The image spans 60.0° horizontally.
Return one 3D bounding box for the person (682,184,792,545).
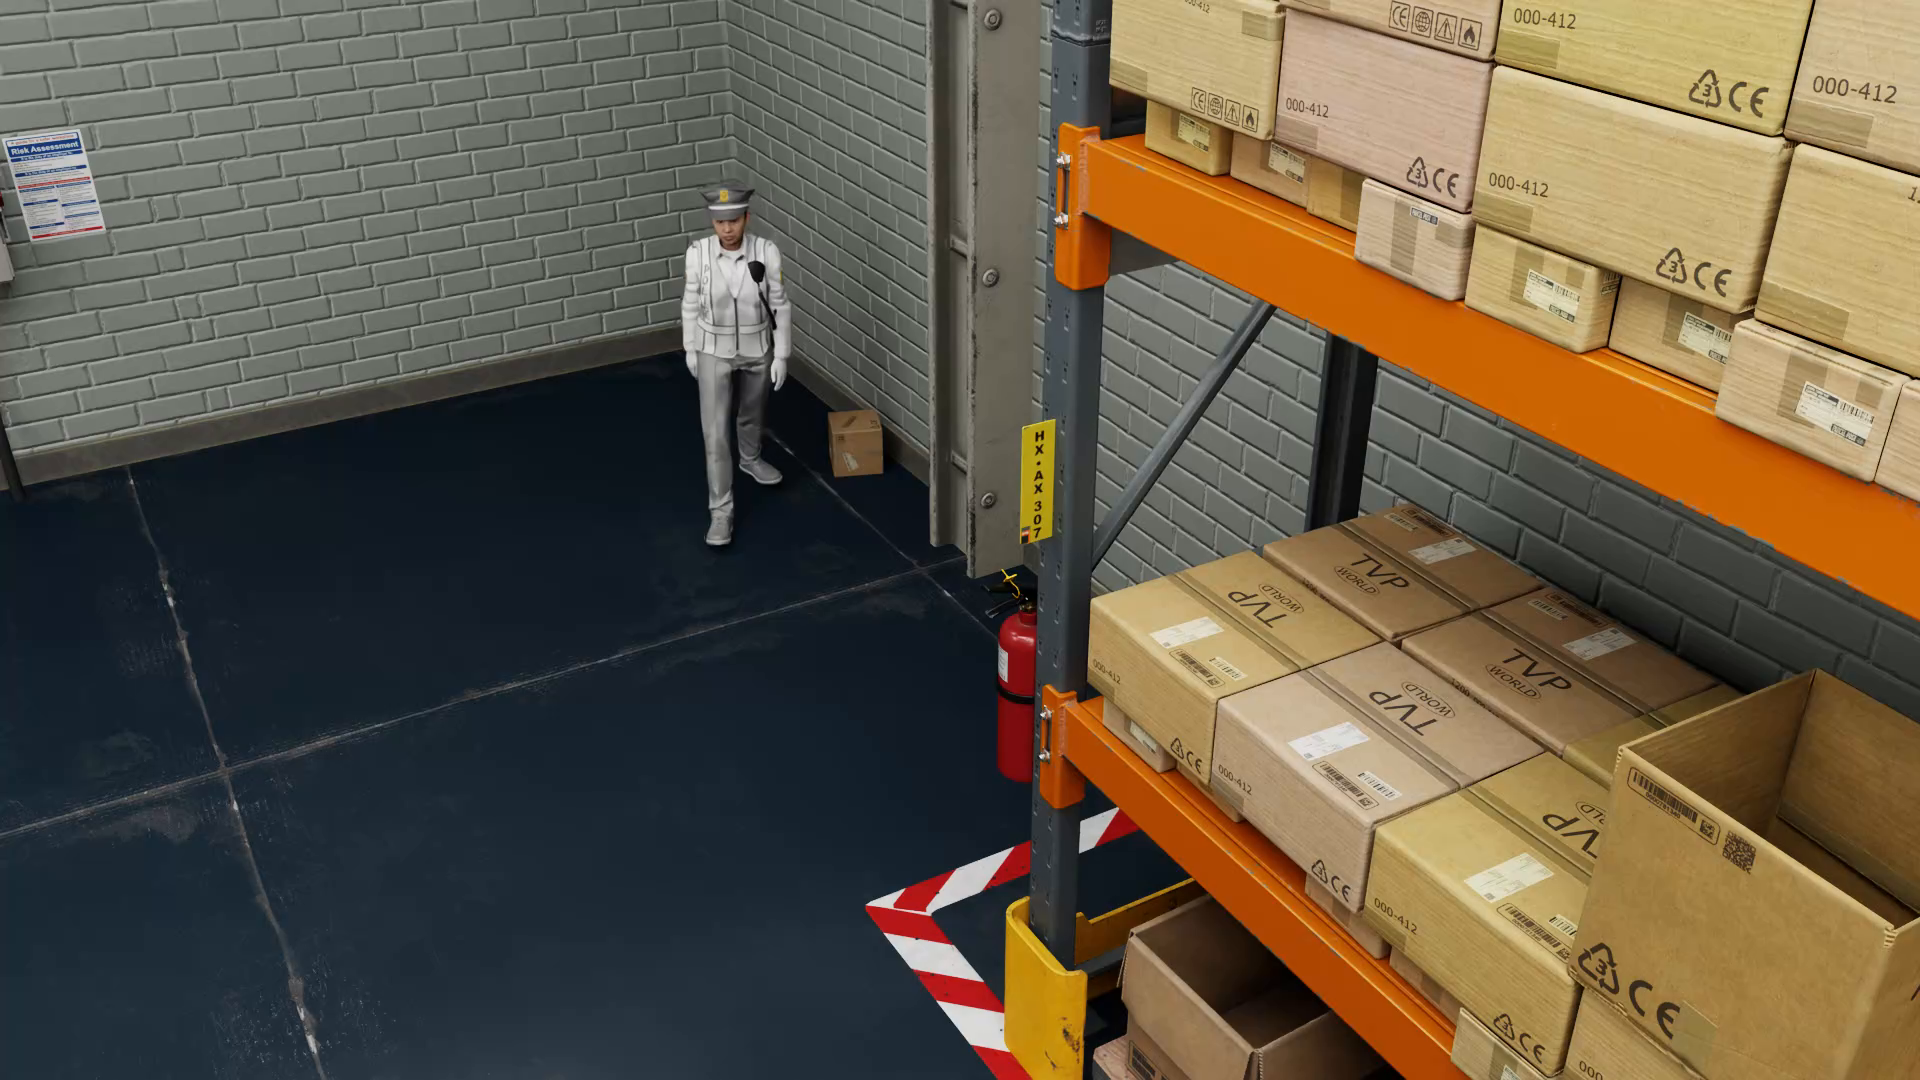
[{"bbox_3d":[-1.017,-0.865,7.662,0.502,1.640,0.856,-7,30,-12],"label":"person"}]
